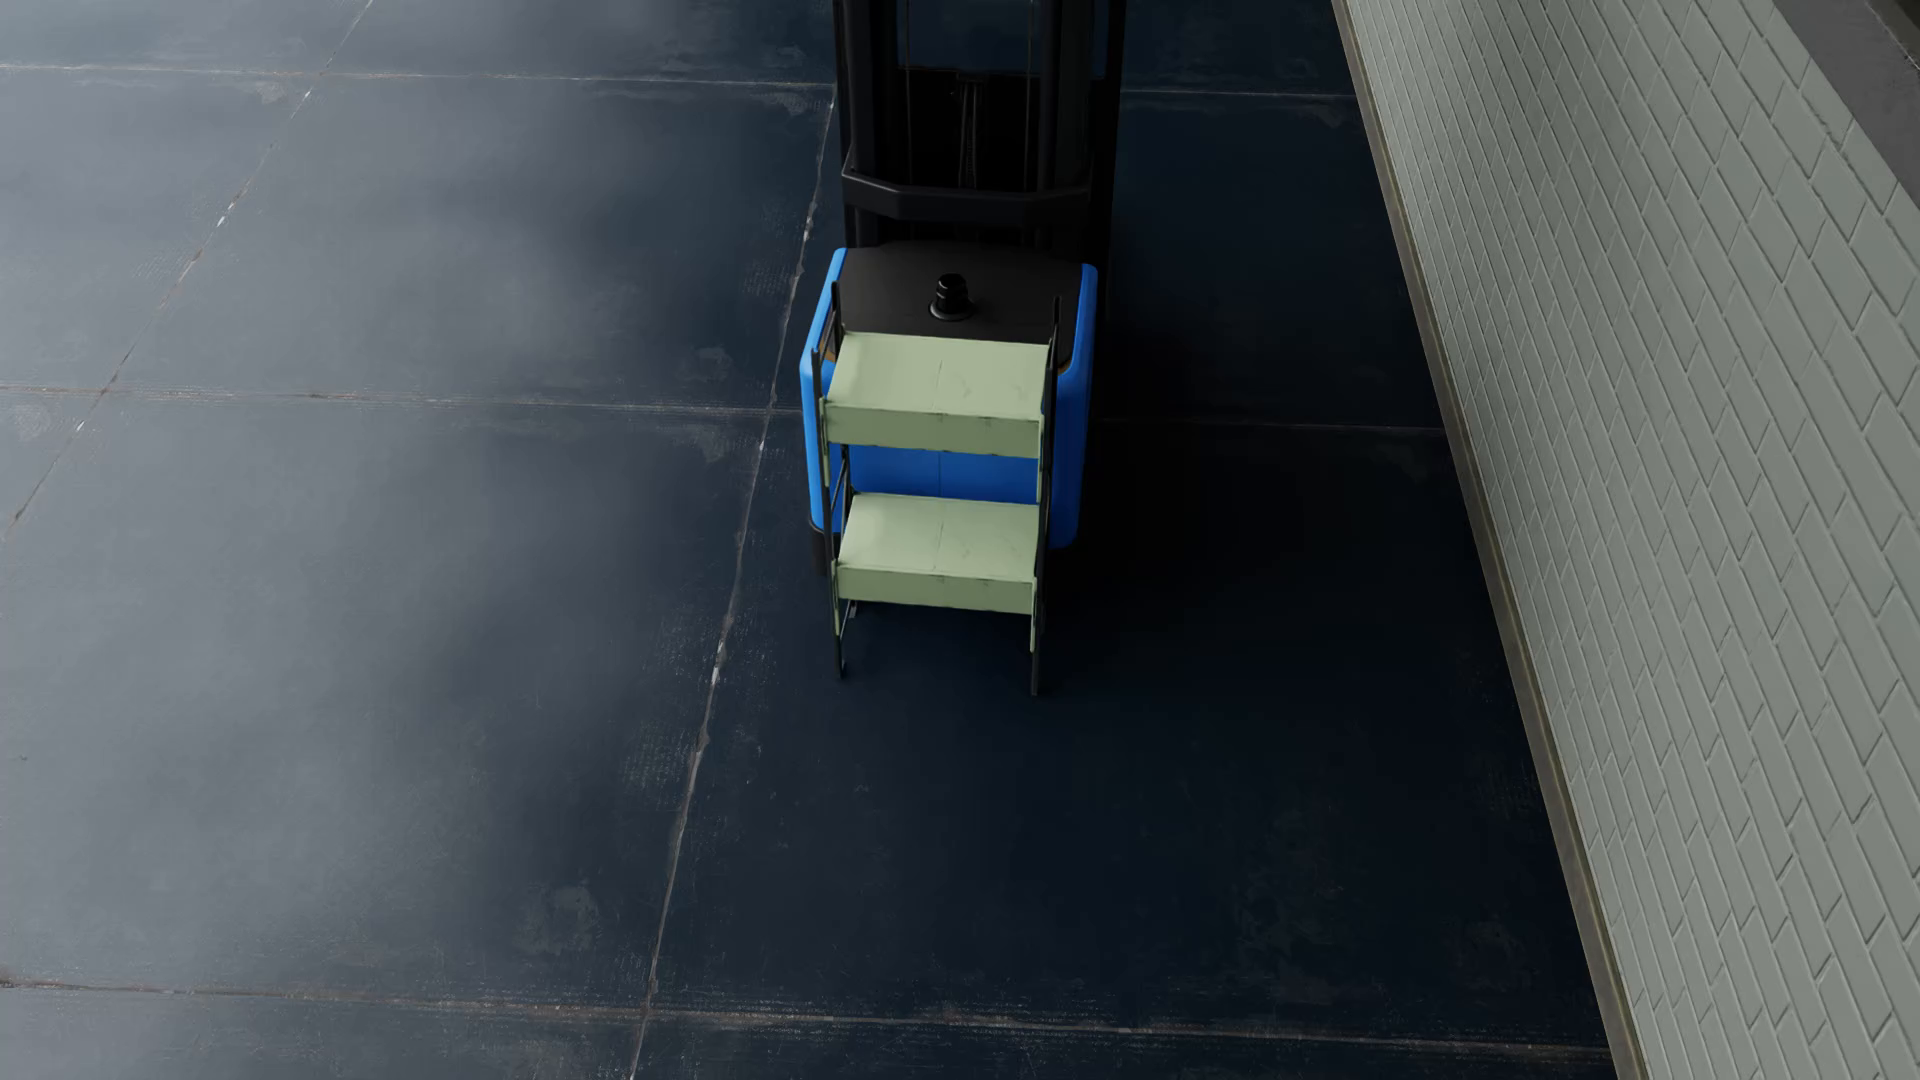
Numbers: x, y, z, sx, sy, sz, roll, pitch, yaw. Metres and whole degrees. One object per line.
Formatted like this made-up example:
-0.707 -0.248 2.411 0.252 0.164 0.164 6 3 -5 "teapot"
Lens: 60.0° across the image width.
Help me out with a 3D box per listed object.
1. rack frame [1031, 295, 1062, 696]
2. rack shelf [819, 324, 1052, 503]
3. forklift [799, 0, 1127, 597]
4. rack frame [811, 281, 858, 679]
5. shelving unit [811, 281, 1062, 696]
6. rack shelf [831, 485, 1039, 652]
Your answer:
0.296 -0.110 5.767 0.023 1.500 0.400 5 43 5 "rack frame"
-0.068 -0.424 5.532 0.720 0.370 0.431 5 43 5 "rack shelf"
0.101 -1.857 6.593 1.130 2.935 3.031 5 43 5 "forklift"
-0.431 -0.168 5.830 0.023 1.500 0.400 5 43 5 "rack frame"
-0.068 -0.139 5.798 0.755 1.500 0.431 5 43 5 "shelving unit"
-0.068 0.100 6.021 0.720 0.370 0.431 5 43 5 "rack shelf"
